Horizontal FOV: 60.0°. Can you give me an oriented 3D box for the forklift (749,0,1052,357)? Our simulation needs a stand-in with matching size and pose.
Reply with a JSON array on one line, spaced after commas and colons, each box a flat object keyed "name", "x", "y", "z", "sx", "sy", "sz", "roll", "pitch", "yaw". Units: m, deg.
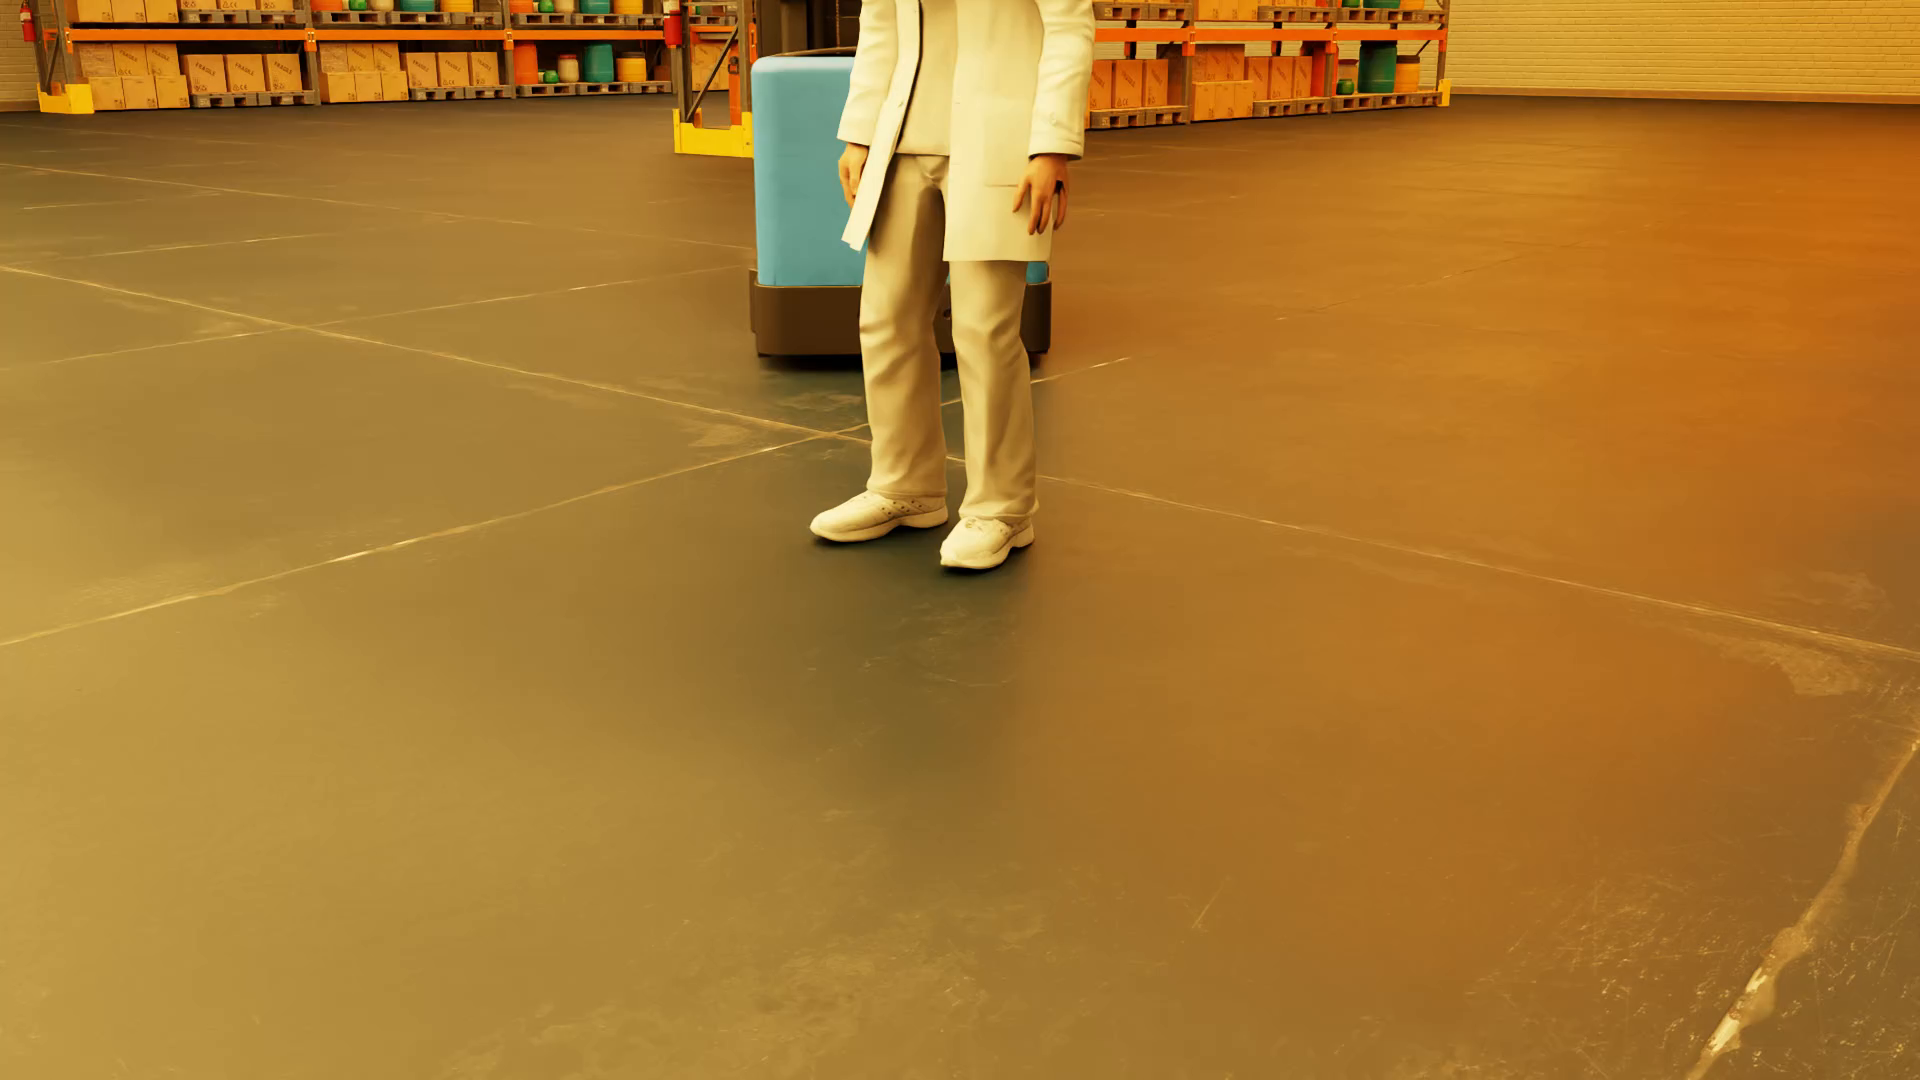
[{"name": "forklift", "x": -0.297, "y": -2.426, "z": 6.888, "sx": 1.130, "sy": 2.935, "sz": 3.031, "roll": -1, "pitch": 17, "yaw": -4}]

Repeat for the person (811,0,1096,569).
[{"name": "person", "x": -0.013, "y": -0.840, "z": 3.655, "sx": 0.644, "sy": 1.773, "sz": 0.431, "roll": 13, "pitch": 21, "yaw": 36}]
